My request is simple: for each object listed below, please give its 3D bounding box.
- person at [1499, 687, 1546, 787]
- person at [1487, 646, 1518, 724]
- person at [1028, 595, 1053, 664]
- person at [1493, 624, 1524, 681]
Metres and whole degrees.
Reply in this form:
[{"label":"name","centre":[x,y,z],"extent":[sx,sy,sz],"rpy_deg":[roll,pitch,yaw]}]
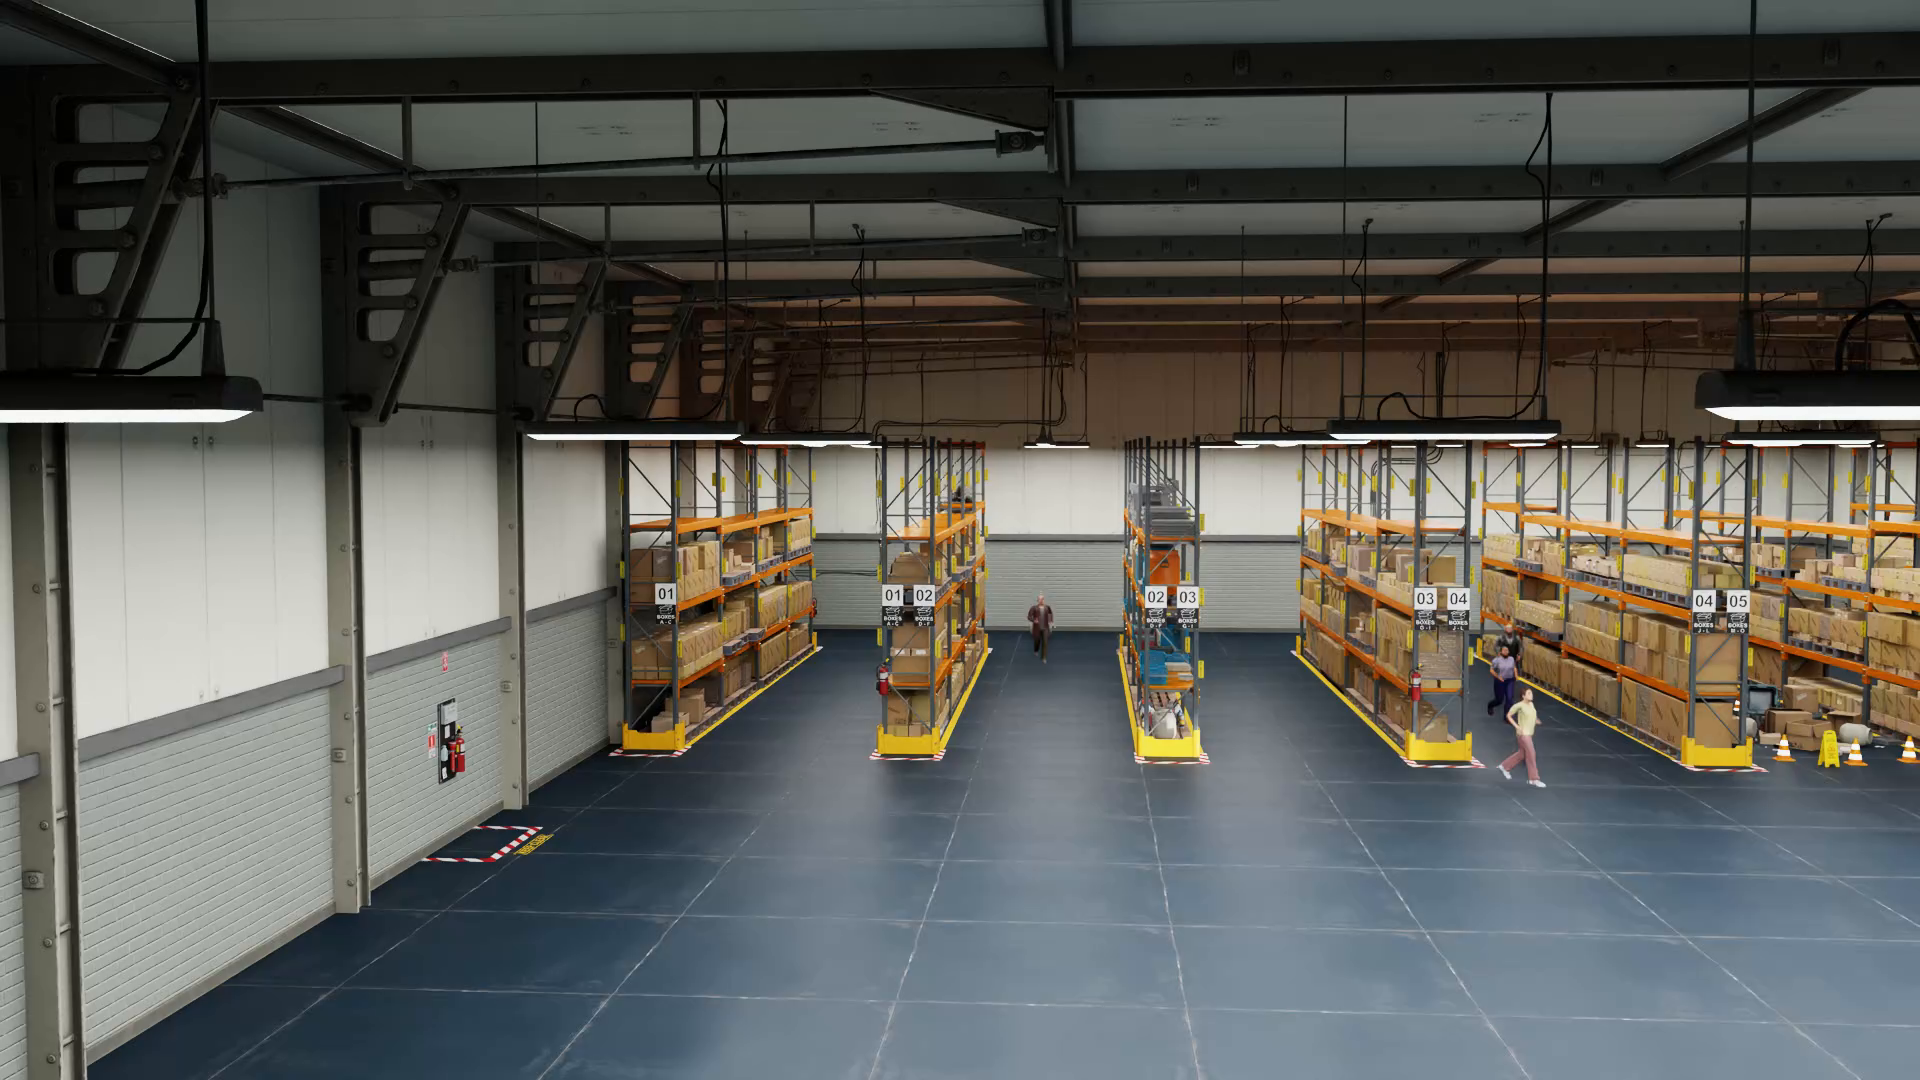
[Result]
[{"label":"person","centre":[9.639,3.328,28.431],"extent":[0.570,1.665,0.910],"rpy_deg":[-3,4,-43]},{"label":"person","centre":[11.506,3.045,35.199],"extent":[0.613,1.641,0.767],"rpy_deg":[0,3,-3]},{"label":"person","centre":[2.129,2.333,43.692],"extent":[0.718,1.764,1.024],"rpy_deg":[0,3,-8]},{"label":"person","centre":[12.818,2.806,38.852],"extent":[0.681,1.690,0.733],"rpy_deg":[0,3,7]}]
